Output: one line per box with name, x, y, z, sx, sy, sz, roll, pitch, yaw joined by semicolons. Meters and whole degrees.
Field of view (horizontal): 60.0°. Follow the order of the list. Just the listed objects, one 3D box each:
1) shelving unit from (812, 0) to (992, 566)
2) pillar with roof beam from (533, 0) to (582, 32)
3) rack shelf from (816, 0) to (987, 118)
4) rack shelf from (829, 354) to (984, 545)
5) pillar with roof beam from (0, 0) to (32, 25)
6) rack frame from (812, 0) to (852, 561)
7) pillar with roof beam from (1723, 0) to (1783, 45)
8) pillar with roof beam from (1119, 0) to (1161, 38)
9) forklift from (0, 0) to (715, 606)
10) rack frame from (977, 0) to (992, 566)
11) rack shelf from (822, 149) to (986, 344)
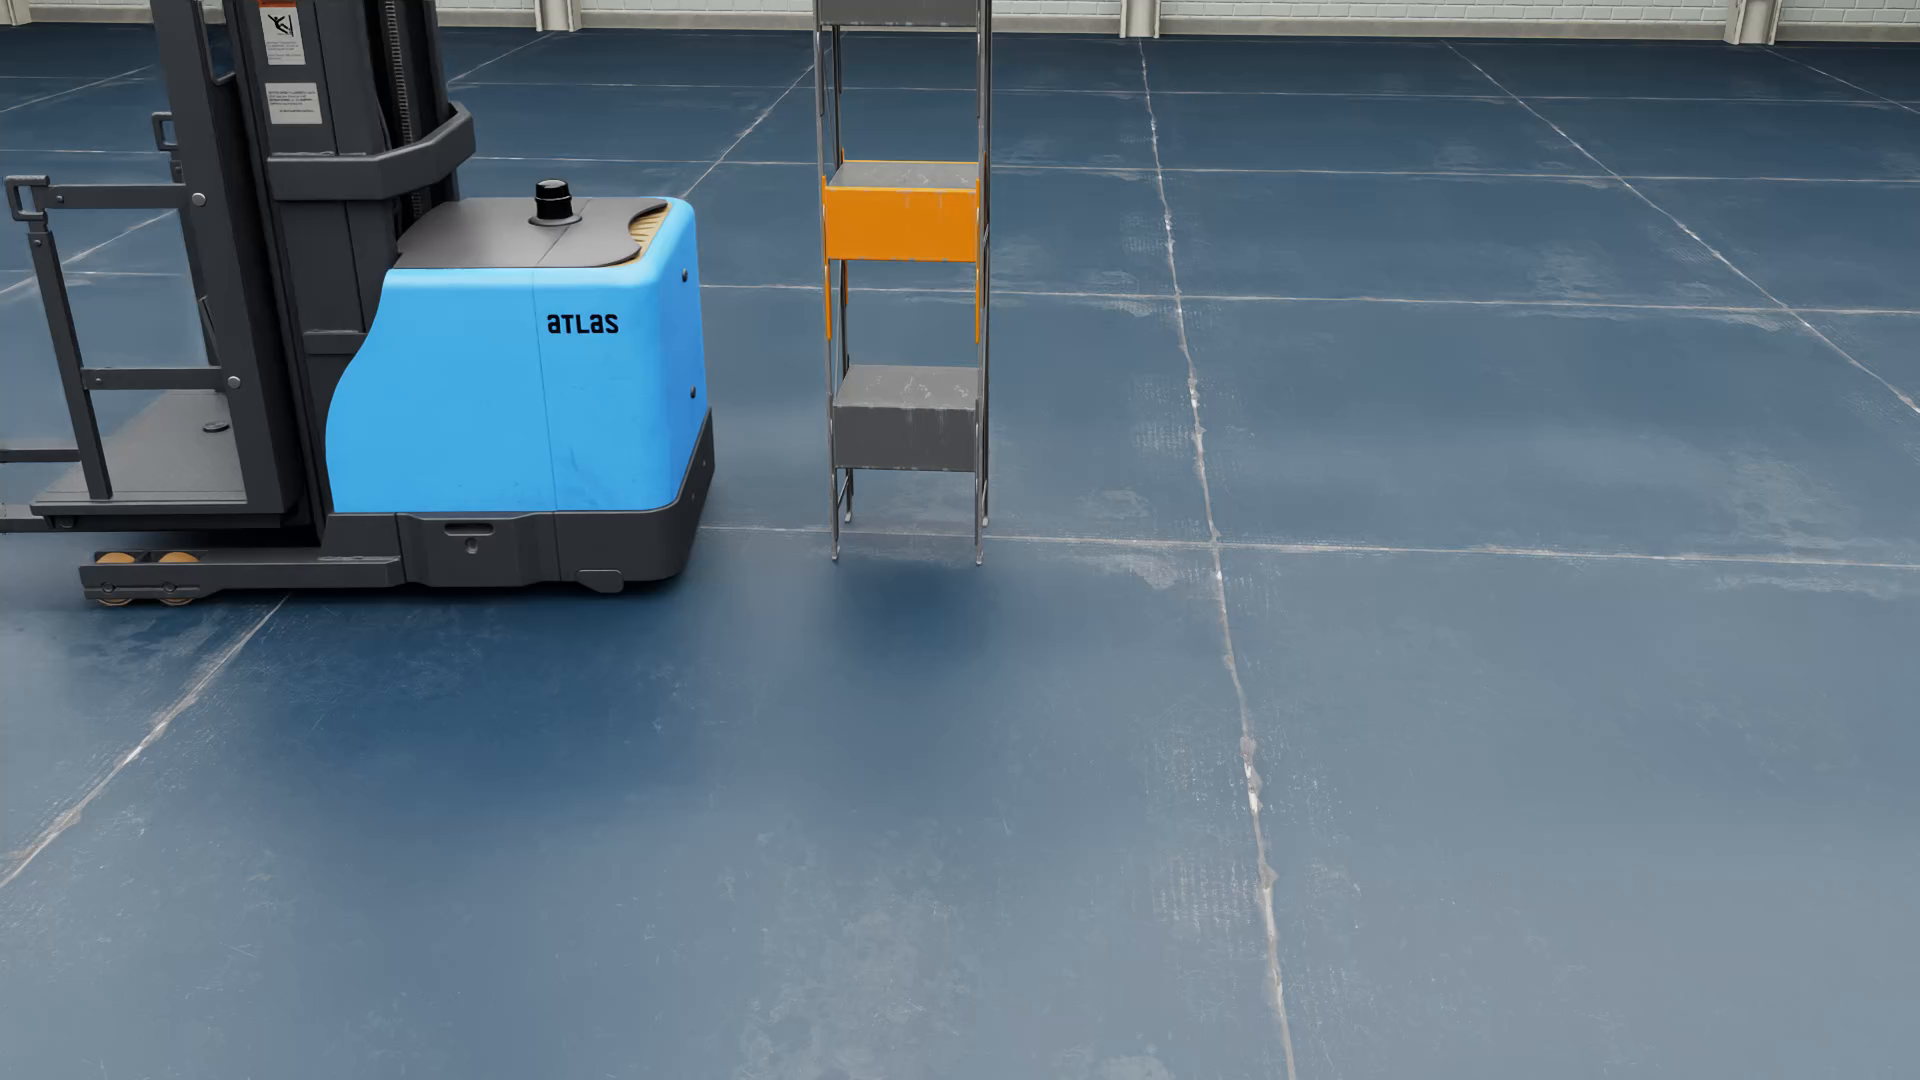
shelving unit;-0.165;-0.959;5.323;0.503;2.100;0.431;2;25;4
pillar with roof beam;-4.493;-7.606;11.515;0.400;9.000;9.100;2;25;4
rack shelf;-0.165;-1.583;5.036;0.480;0.518;0.431;2;25;4
rack shelf;-0.165;-0.311;5.621;0.480;0.518;0.431;2;25;4
pillar with roof beam;-10.475;-7.798;11.932;0.400;9.000;9.100;2;25;4
rack frame;-0.408;-0.967;5.340;0.015;2.100;0.400;2;25;4
pillar with roof beam;7.472;-7.222;10.681;0.400;9.000;9.100;2;25;4
pillar with roof beam;1.489;-7.414;11.098;0.400;9.000;9.100;2;25;4
forklift;-2.414;-1.345;5.166;3.031;2.935;1.130;0;25;-1
rack frame;0.078;-0.951;5.306;0.015;2.100;0.400;2;25;4
rack shelf;-0.165;-0.947;5.328;0.480;0.518;0.431;2;25;4
